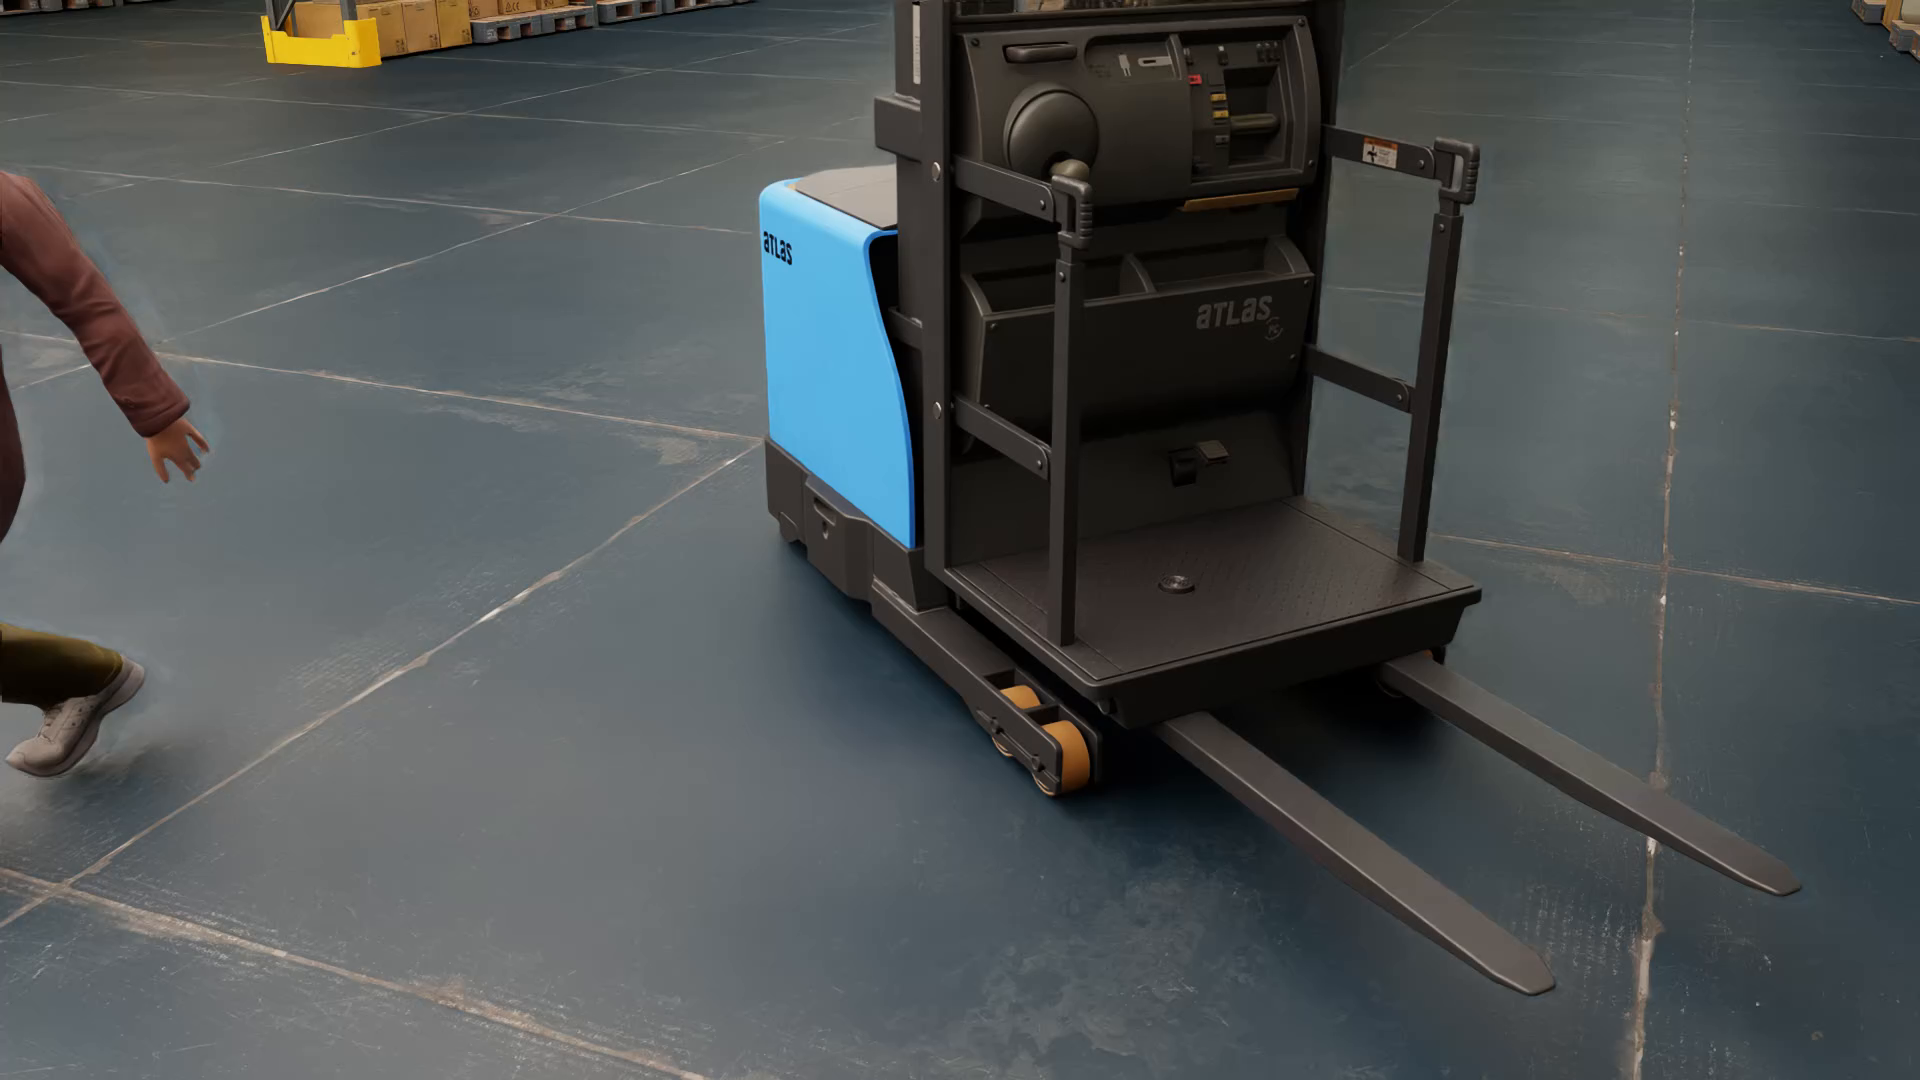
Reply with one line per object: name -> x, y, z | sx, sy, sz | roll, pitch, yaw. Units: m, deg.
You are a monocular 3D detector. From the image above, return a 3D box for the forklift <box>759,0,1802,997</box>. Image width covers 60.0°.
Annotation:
forklift -> 0.534, -0.977, 3.630 | 1.130, 2.935, 3.031 | -11, 25, -25

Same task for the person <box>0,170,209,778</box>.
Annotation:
person -> -2.035, -0.148, 3.286 | 0.646, 1.695, 0.890 | 14, 26, 30
